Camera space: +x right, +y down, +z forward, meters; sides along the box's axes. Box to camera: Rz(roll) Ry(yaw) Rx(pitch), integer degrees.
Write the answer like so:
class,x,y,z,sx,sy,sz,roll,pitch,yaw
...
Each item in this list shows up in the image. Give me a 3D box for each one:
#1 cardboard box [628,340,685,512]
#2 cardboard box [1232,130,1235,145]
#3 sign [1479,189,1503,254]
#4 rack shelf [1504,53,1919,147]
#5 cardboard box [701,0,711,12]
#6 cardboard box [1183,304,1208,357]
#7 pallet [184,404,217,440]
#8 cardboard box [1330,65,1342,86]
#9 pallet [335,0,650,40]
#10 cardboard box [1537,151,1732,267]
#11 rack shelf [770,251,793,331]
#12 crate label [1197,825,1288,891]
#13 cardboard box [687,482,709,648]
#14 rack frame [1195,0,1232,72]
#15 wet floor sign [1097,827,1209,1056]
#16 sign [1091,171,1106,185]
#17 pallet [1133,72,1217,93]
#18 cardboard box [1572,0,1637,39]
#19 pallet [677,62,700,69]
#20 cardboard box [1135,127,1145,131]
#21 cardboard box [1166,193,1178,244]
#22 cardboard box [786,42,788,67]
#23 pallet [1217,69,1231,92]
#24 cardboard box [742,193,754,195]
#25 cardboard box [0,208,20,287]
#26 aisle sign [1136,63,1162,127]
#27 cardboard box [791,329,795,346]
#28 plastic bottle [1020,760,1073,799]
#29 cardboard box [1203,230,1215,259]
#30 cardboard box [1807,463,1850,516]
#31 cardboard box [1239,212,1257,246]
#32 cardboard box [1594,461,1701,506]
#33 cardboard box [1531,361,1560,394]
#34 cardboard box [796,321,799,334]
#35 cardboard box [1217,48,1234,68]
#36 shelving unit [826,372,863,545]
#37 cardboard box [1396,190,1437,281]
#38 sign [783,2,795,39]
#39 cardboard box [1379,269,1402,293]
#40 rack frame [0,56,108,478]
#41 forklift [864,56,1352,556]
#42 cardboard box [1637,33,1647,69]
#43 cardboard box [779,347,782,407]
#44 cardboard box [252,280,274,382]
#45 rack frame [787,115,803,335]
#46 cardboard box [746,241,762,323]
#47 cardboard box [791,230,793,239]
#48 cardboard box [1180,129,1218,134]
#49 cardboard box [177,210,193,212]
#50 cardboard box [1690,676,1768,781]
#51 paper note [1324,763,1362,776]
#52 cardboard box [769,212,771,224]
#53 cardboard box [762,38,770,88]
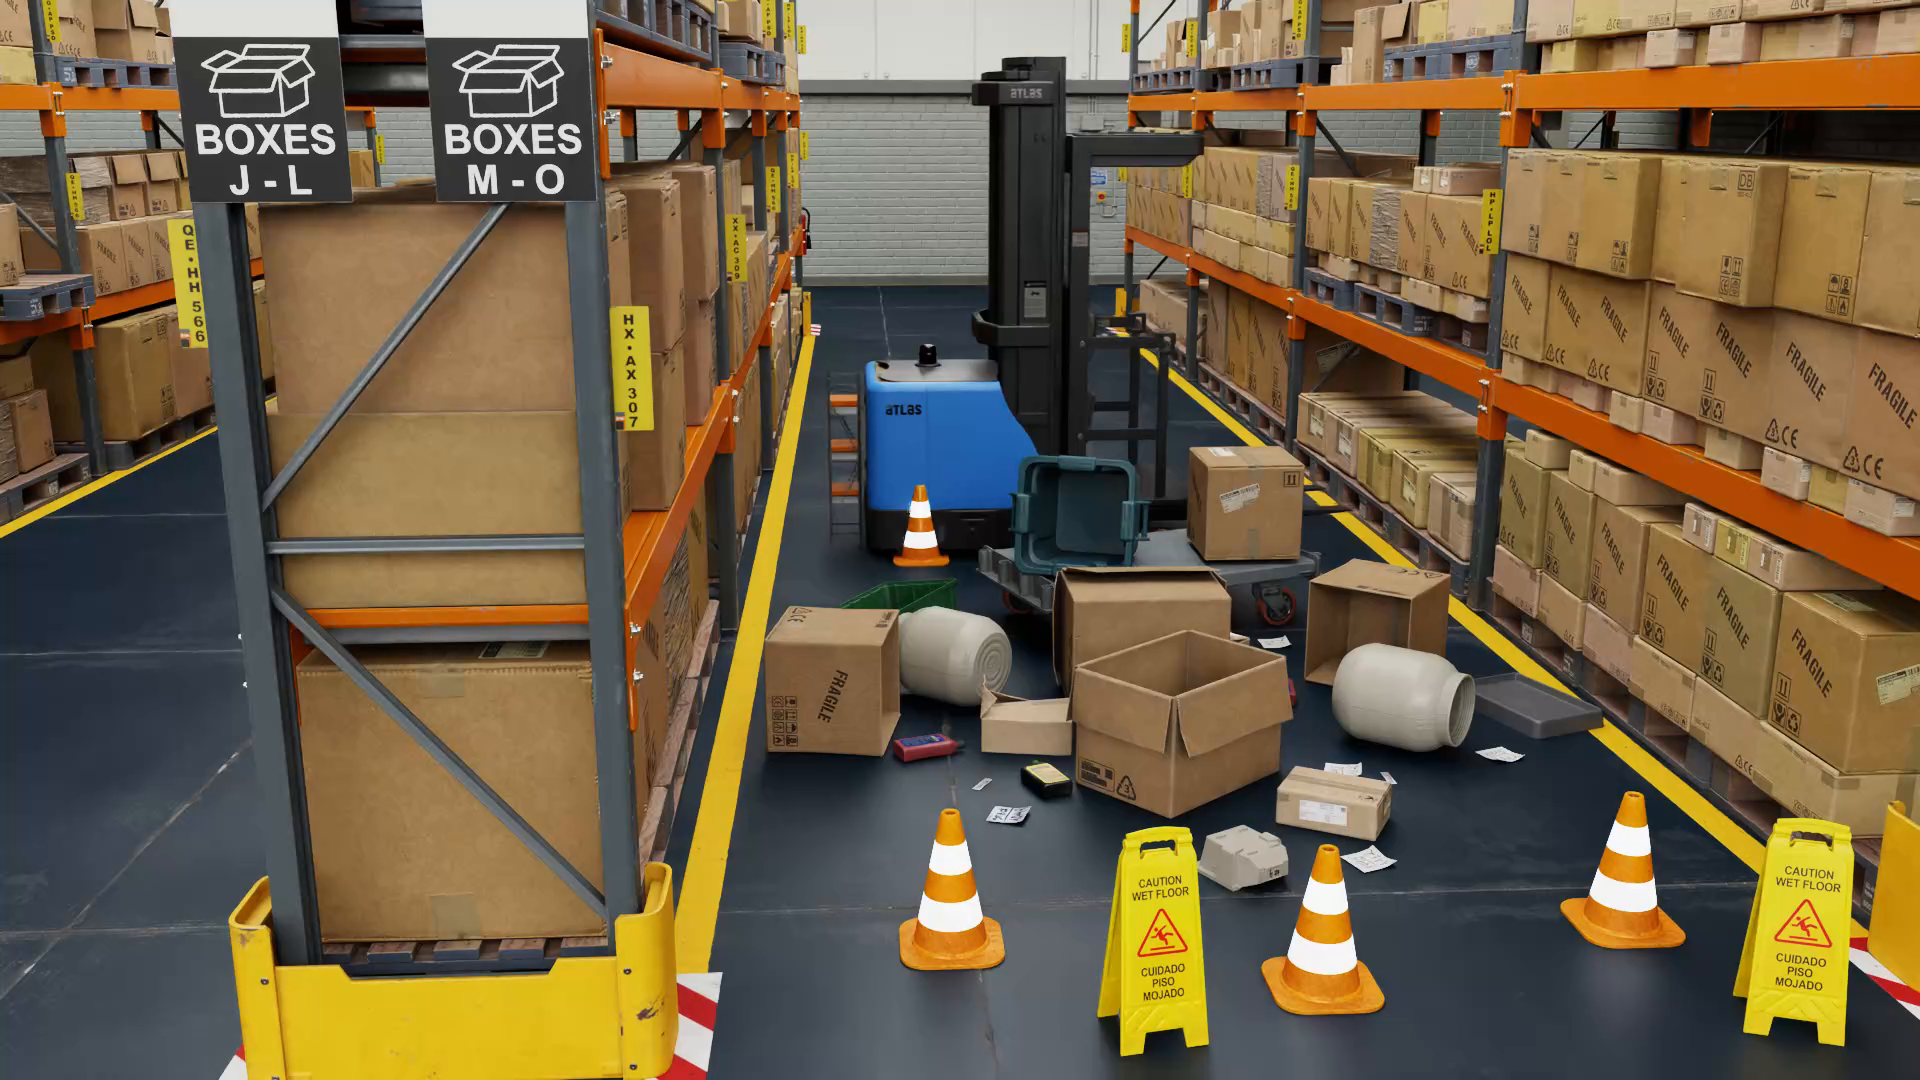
class,x,y,z,sx,sy,sz,roll,pitch,yaw
cardboard box,-1.446,-0.425,5.857,0.875,0.550,0.550,-1,14,-3
cardboard box,2.928,-4.125,17.029,0.380,0.149,0.250,-1,14,-4
sign,2.720,-1.631,8.521,0.100,0.325,0.005,-1,14,-3
rack shelf,3.398,-1.686,6.485,1.077,0.370,4.000,-1,14,-3
cardboard box,-1.303,-2.412,7.324,0.380,0.149,0.250,-1,14,-3
cardboard box,2.846,-2.189,17.315,0.875,0.438,0.875,-1,14,-4
pallet,-6.911,-1.071,14.264,1.003,0.211,1.213,-1,14,-3
cardboard box,2.876,-3.324,11.911,0.380,0.149,0.250,-1,14,-3
pallet,-1.469,-1.577,4.795,1.003,0.211,1.213,-1,14,-3
cardboard box,3.094,-1.516,7.595,0.700,0.500,0.500,-1,14,-3
rack shelf,-2.032,-2.122,14.197,1.077,0.370,4.000,-1,14,-3
crate label,1.010,1.122,5.892,0.250,0.136,0.298,-9,17,-32
cardboard box,-1.691,0.005,7.908,0.875,0.875,0.875,-1,14,-3
rack frame,2.778,-5.974,15.687,1.000,3.000,0.127,-1,14,-3
wet floor sign,0.565,1.134,4.825,0.267,0.644,0.232,-3,15,-13
sign,2.106,-5.611,25.773,0.327,0.218,0.001,-1,14,-3
pallet,2.587,-5.289,19.222,1.003,0.211,1.213,-1,14,-3
cardboard box,3.069,-2.362,7.370,0.500,0.250,0.500,-1,14,-4
pallet,-1.766,-2.565,8.841,0.805,0.209,1.217,-1,15,-6
cardboard box,2.276,-4.818,19.724,0.380,0.149,0.250,-1,14,-2
cardboard box,2.457,-3.357,17.352,0.500,0.500,0.500,-1,14,-5
cardboard box,-1.973,-4.837,16.585,0.500,0.250,0.500,-1,14,-4
pallet,2.884,-4.202,15.202,0.805,0.209,1.217,-1,15,-6
cardboard box,-1.838,-2.849,14.049,0.380,0.149,0.250,-1,14,-4
cardboard box,-6.657,-1.902,10.856,0.700,0.500,0.500,1,14,5
aisle sign,2.236,-5.336,20.030,0.394,0.787,0.004,-1,14,-3
cardboard box,-1.859,-2.029,16.676,0.380,0.149,0.250,0,14,-1
plastic bottle,0.332,0.955,6.692,0.133,0.061,0.283,-6,16,-23
cardboard box,2.575,-2.754,15.512,0.500,0.250,0.500,-1,14,-5
cardboard box,3.164,-0.178,5.703,0.380,0.149,0.250,-1,14,-4
cardboard box,2.655,-2.615,13.967,0.500,0.250,0.500,-1,14,-5
cardboard box,3.042,-0.251,7.350,0.380,0.149,0.250,0,14,0
cardboard box,3.041,-0.813,8.169,0.380,0.149,0.250,0,14,-2
cardboard box,-2.009,-2.404,18.730,0.380,0.149,0.250,-2,15,-6
cardboard box,2.507,-4.292,14.794,0.380,0.166,0.250,-2,15,-7
shelving unit,-0.721,-0.509,10.400,0.215,1.050,0.252,-1,14,-4
cardboard box,2.958,-1.838,10.011,0.500,0.500,0.500,0,14,-2
sign,-1.602,-4.871,15.590,0.100,0.325,0.005,-1,14,-3
cardboard box,2.912,-1.670,10.657,0.380,0.149,0.250,0,14,-2
rack frame,-6.865,-1.921,11.974,1.000,3.000,0.127,-1,14,-3
forklift,0.914,-1.448,10.272,3.031,2.935,1.130,-1,14,-4
cardboard box,3.116,-2.074,7.051,0.380,0.149,0.250,-1,14,-5
cardboard box,-1.769,-1.398,14.114,0.500,0.500,0.500,-1,14,-5
cardboard box,-7.053,-1.932,15.435,1.225,0.875,0.875,-1,14,-3
rack frame,-2.404,-3.962,19.907,1.000,3.000,0.127,-1,14,-3
cardboard box,-1.552,-1.665,10.777,0.500,0.500,0.500,-1,14,-4
cardboard box,-1.977,-3.248,17.635,0.380,0.149,0.250,0,14,-1
cardboard box,2.494,-4.180,17.242,0.380,0.149,0.250,-1,14,-4
cardboard box,-6.748,-2.599,14.409,0.500,0.500,0.500,-1,14,-4
cardboard box,3.179,0.718,6.392,0.500,0.250,0.500,-1,14,-3
paper note,1.573,0.941,6.831,0.148,0.019,0.142,4,15,16
cardboard box,-1.883,-2.902,14.851,0.380,0.149,0.250,-1,14,-5
cardboard box,-1.678,-3.620,12.356,0.500,0.500,0.500,-1,14,-3
